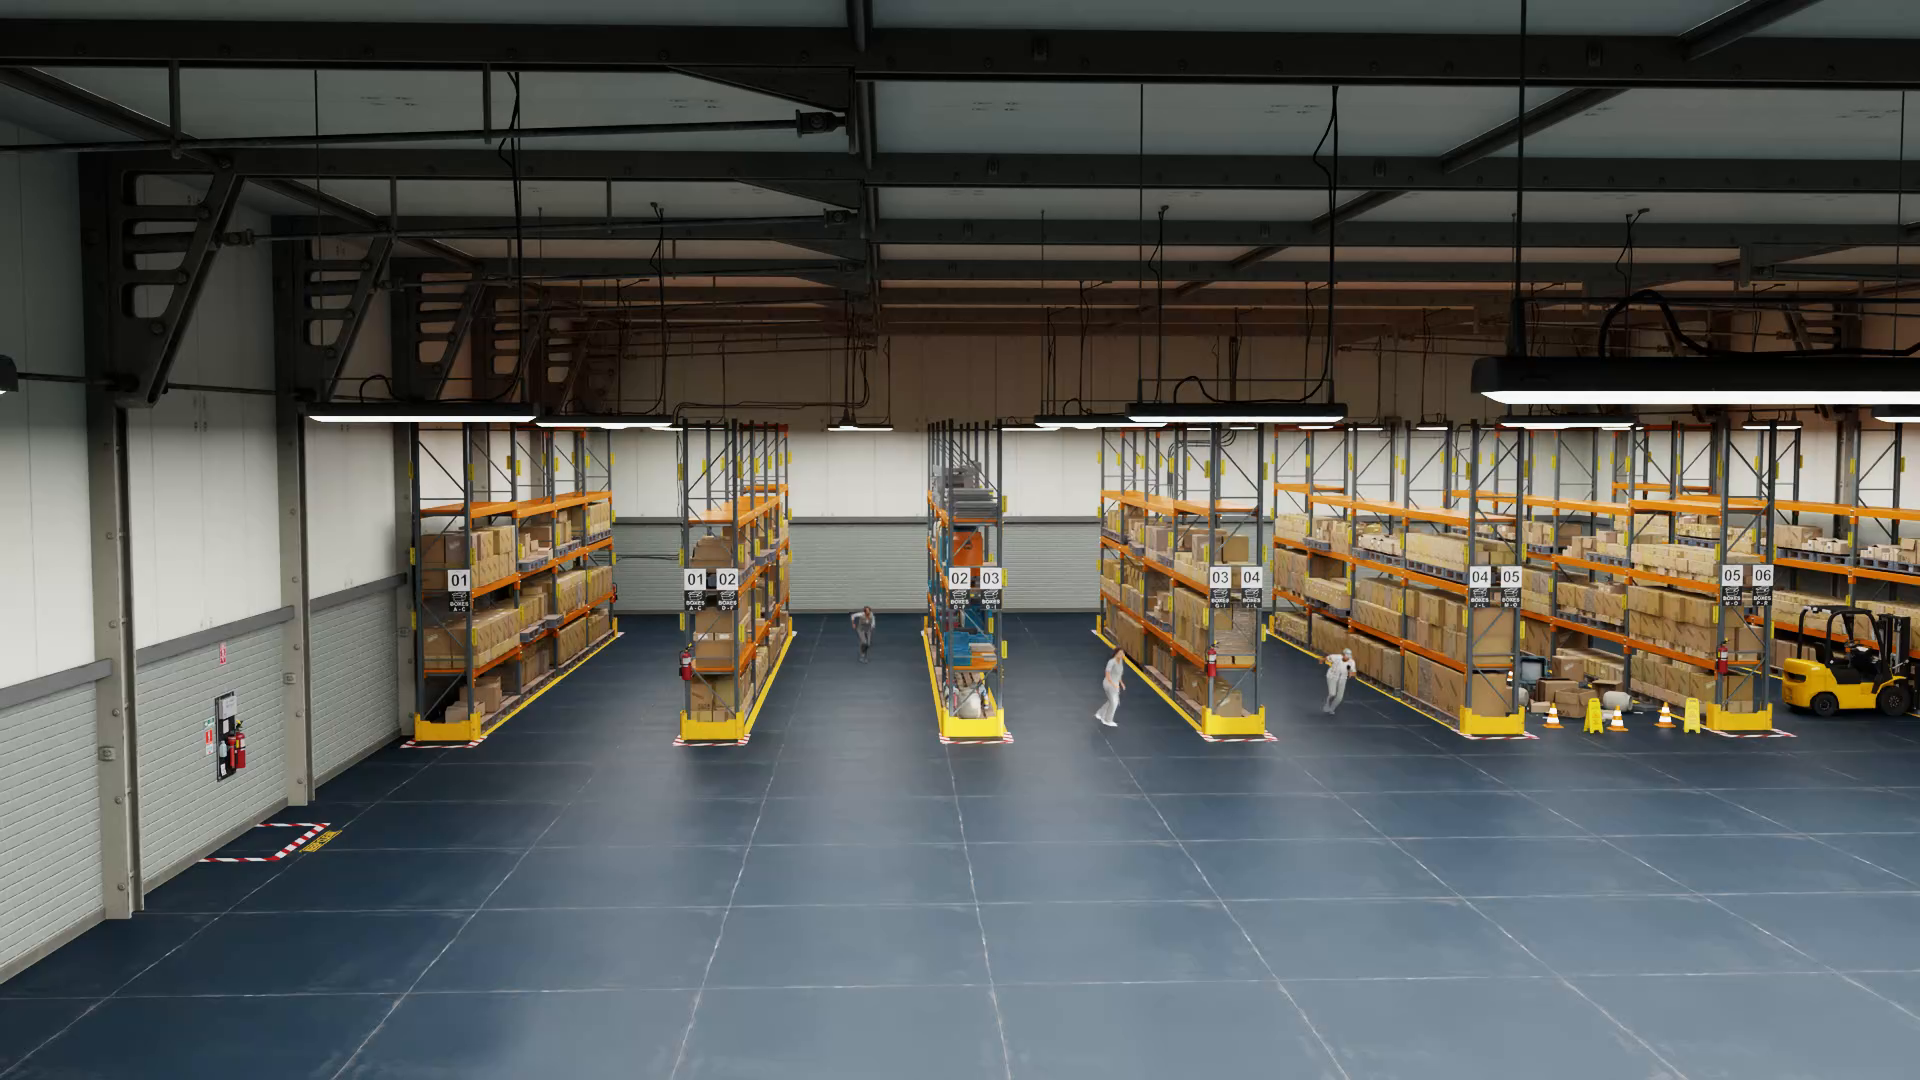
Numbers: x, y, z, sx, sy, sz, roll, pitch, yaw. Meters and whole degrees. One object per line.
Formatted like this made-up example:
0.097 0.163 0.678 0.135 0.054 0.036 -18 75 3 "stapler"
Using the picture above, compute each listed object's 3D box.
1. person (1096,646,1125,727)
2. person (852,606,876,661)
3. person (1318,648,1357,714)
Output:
2.916 2.851 32.526 0.740 1.607 0.568 3 5 36 "person"
-2.410 2.359 41.481 0.577 1.402 0.841 -1 4 -16 "person"
7.650 2.854 33.566 0.623 1.412 0.950 0 4 -4 "person"
